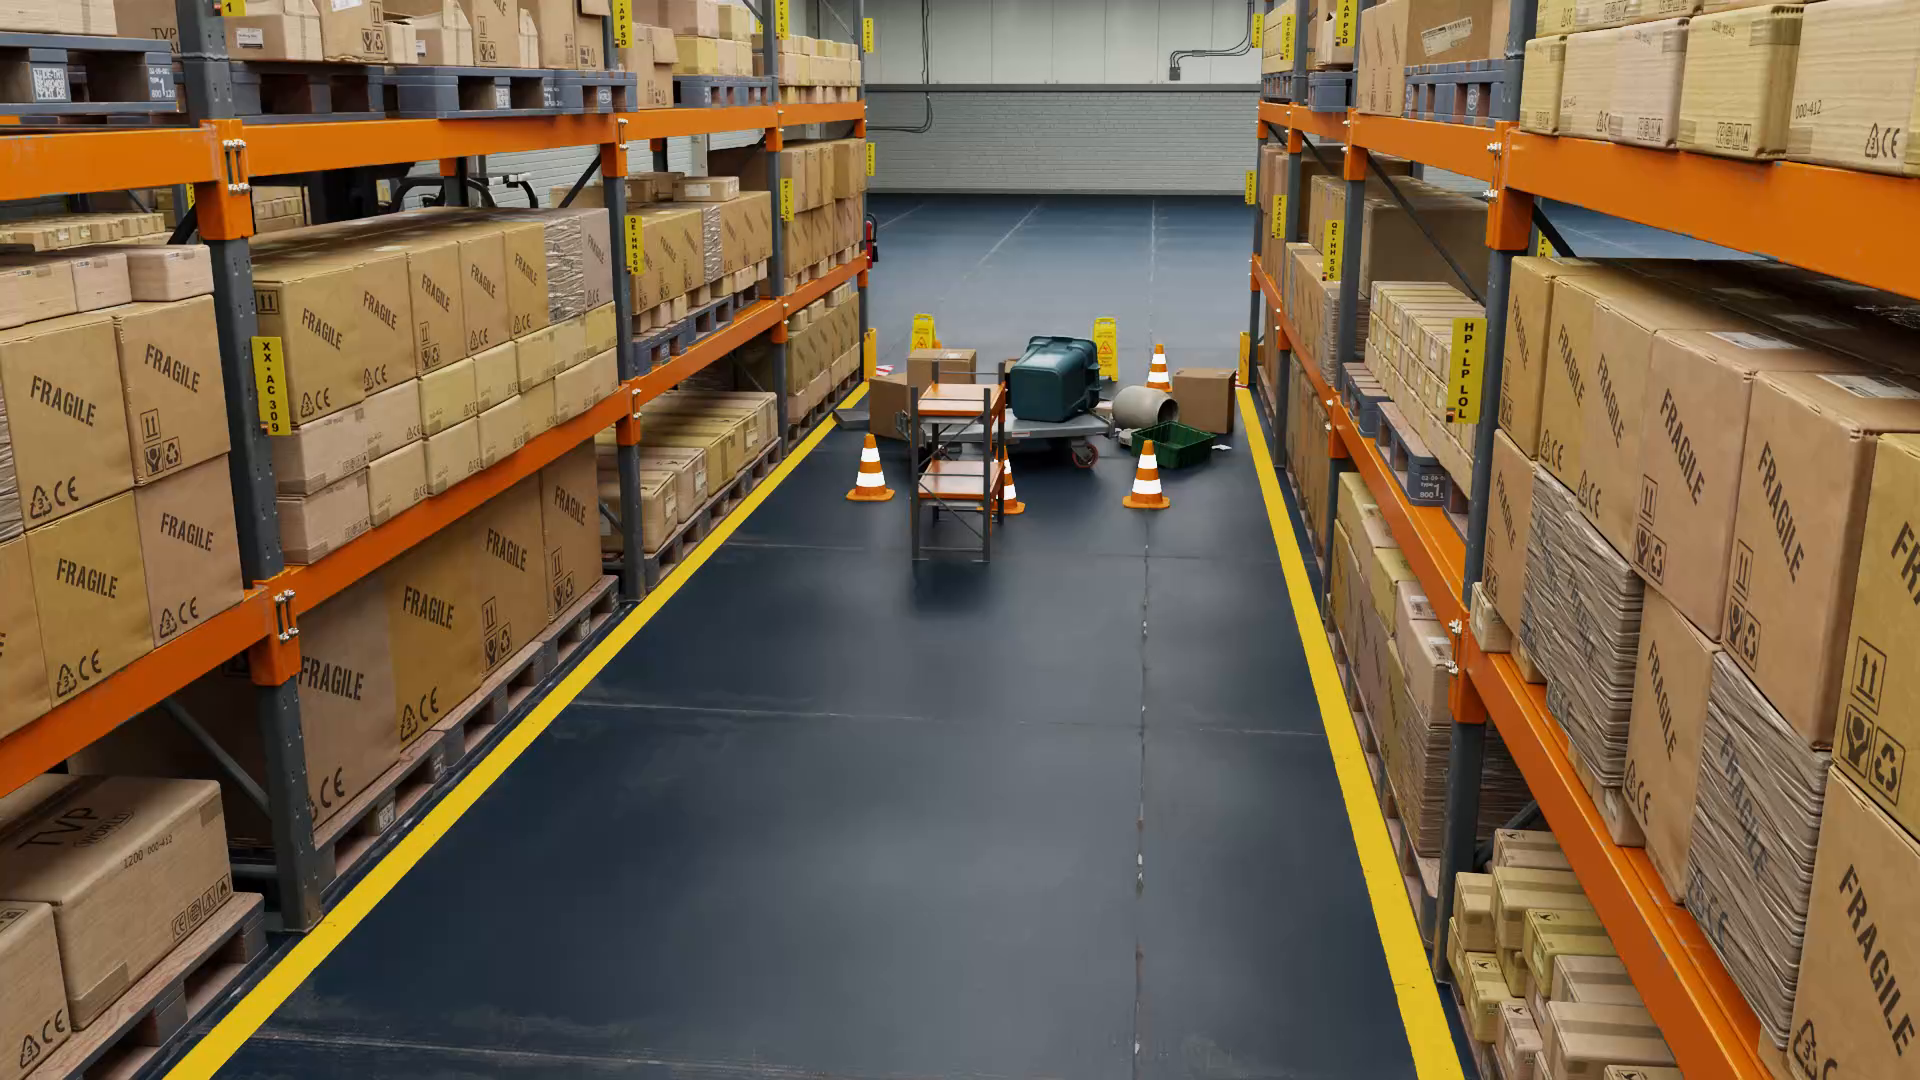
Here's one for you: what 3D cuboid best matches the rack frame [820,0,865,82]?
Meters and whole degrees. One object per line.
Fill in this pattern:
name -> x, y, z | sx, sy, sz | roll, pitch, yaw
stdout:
rack frame -> -1.465, -6.074, 16.384 | 1.000, 3.000, 0.127 | 2, 15, 6

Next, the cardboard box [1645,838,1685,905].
cardboard box -> 1.669, 0.653, 3.481 | 0.380, 0.149, 0.250 | 2, 15, 8

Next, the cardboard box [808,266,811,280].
cardboard box -> -1.524, -2.361, 14.629 | 0.380, 0.149, 0.250 | 2, 15, 6

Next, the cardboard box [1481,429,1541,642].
cardboard box -> 1.804, -0.017, 4.715 | 0.500, 0.500, 0.500 | 1, 15, 5

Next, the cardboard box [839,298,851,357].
cardboard box -> -1.352, -2.064, 16.075 | 0.500, 0.500, 0.500 | 2, 15, 8

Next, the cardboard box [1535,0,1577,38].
cardboard box -> 1.818, -1.445, 4.342 | 0.500, 0.250, 0.500 | 2, 15, 8

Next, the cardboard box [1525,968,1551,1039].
cardboard box -> 1.820, 1.301, 4.690 | 0.380, 0.149, 0.250 | 2, 15, 6

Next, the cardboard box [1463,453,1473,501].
cardboard box -> 1.987, -0.203, 5.845 | 0.380, 0.149, 0.250 | 2, 15, 7

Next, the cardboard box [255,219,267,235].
cardboard box -> -6.497, -2.577, 14.753 | 0.500, 0.500, 0.500 | 2, 15, 7

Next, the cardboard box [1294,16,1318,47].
cardboard box -> 2.814, -3.926, 12.910 | 0.500, 0.250, 0.500 | 2, 15, 6

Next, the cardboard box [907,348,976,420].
cardboard box -> -0.145, -1.254, 13.393 | 0.500, 0.500, 0.500 | 2, 15, 6

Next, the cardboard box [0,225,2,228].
cardboard box -> -7.298, -2.233, 12.239 | 0.380, 0.149, 0.250 | 2, 15, 6

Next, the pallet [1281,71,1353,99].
pallet -> 3.116, -3.638, 13.292 | 1.003, 0.211, 1.213 | 2, 15, 6

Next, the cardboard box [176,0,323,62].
cardboard box -> -2.415, -1.771, 5.670 | 0.396, 0.266, 0.258 | 2, 15, 6

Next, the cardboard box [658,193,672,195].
cardboard box -> -2.255, -2.422, 12.805 | 0.500, 0.500, 0.500 | 2, 15, 8

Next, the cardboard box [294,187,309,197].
cardboard box -> -6.396, -3.331, 15.729 | 0.380, 0.149, 0.250 | 2, 15, 7

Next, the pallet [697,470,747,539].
pallet -> -2.138, -0.275, 11.774 | 1.003, 0.211, 1.213 | 2, 15, 6

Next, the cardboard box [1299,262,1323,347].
cardboard box -> 2.514, -1.548, 10.949 | 0.500, 0.500, 0.500 | 2, 15, 7

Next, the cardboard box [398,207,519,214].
cardboard box -> -2.667, -1.513, 8.904 | 0.500, 0.500, 0.500 | 1, 15, 4

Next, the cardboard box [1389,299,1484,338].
cardboard box -> 2.227, -1.036, 7.783 | 0.380, 0.149, 0.250 | 1, 15, 4

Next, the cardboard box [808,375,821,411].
cardboard box -> -1.533, -1.299, 14.684 | 0.500, 0.250, 0.500 | 3, 15, 9

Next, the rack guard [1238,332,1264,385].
rack guard -> 3.467, -1.858, 17.074 | 1.175, 0.500, 0.348 | 2, 15, 6

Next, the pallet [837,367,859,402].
pallet -> -1.601, -1.602, 16.683 | 1.003, 0.211, 1.213 | 2, 15, 6

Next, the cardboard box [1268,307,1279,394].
cardboard box -> 3.356, -1.829, 15.446 | 0.875, 0.875, 0.875 | 1, 15, 5

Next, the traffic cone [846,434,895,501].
traffic cone -> -0.666, -0.553, 12.320 | 0.336, 0.463, 0.334 | 2, 15, 6

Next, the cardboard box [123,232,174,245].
cardboard box -> -6.651, -2.319, 13.323 | 0.500, 0.250, 0.500 | 1, 15, 5

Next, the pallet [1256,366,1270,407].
pallet -> 3.452, -1.502, 16.313 | 1.003, 0.211, 1.213 | 2, 15, 6

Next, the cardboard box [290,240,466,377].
cardboard box -> -2.395, -0.965, 6.876 | 0.500, 0.500, 0.500 | 1, 15, 5

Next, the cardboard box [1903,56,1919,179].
cardboard box -> 1.498, -0.542, 1.961 | 0.500, 0.250, 0.500 | 2, 15, 6

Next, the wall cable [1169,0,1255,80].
wall cable -> 7.091, -15.929, 46.315 | 2.305, 6.003, 0.169 | 2, 15, 6

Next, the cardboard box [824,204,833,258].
cardboard box -> -1.450, -2.830, 15.121 | 0.500, 0.500, 0.500 | 2, 15, 7

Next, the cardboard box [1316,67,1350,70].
cardboard box -> 2.697, -3.505, 11.894 | 0.258, 0.266, 0.396 | 1, 15, 5

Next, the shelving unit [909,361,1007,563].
shelving unit -> -0.001, -0.541, 11.009 | 0.538, 1.125, 1.048 | 2, 15, 6

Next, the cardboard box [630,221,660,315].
cardboard box -> -2.087, -1.607, 9.793 | 0.500, 0.500, 0.500 | 1, 15, 5

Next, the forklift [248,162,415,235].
forklift -> -4.496, -1.697, 11.824 | 1.130, 2.935, 3.031 | 2, 15, 6

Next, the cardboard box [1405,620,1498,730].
cardboard box -> 1.943, 0.496, 6.130 | 0.500, 0.250, 0.500 | 1, 15, 5

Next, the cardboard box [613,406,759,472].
cardboard box -> -2.051, -0.752, 12.425 | 0.950, 0.372, 0.625 | 3, 15, 10

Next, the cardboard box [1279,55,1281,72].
cardboard box -> 2.851, -3.966, 13.820 | 0.380, 0.149, 0.250 | 2, 15, 7

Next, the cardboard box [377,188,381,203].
cardboard box -> -6.158, -3.519, 16.995 | 0.380, 0.149, 0.250 | 2, 15, 7

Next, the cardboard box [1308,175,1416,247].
cardboard box -> 2.963, -2.423, 12.268 | 0.700, 0.500, 0.500 | 1, 15, 5

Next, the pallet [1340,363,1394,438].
pallet -> 2.587, -0.703, 8.381 | 1.213, 0.211, 1.003 | 2, 15, 6

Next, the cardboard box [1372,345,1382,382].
cardboard box -> 2.280, -0.885, 8.365 | 0.380, 0.149, 0.250 | 2, 15, 9

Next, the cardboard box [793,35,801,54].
cardboard box -> -1.518, -4.060, 13.639 | 0.380, 0.149, 0.250 | 1, 15, 4

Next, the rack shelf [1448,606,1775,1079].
rack shelf -> 1.885, 0.920, 3.390 | 1.077, 0.370, 4.000 | 2, 15, 6

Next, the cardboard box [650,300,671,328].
cardboard box -> -2.005, -1.405, 10.288 | 0.380, 0.149, 0.250 | 1, 15, 3

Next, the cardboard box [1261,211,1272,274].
cardboard box -> 3.239, -2.748, 15.291 | 0.875, 0.550, 0.550 | 2, 15, 6

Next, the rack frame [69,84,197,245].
rack frame -> -6.849, -2.285, 13.868 | 1.000, 3.000, 0.127 | 2, 15, 6

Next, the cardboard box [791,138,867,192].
cardboard box -> -1.306, -3.713, 16.471 | 0.700, 0.500, 0.500 | 1, 15, 5

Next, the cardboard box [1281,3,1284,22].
cardboard box -> 2.851, -4.350, 13.715 | 0.380, 0.149, 0.250 | 2, 15, 6

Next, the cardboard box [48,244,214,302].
cardboard box -> -2.538, -0.820, 5.099 | 0.380, 0.149, 0.250 | 1, 15, 5

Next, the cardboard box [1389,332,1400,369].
cardboard box -> 2.224, -0.884, 7.790 | 0.380, 0.149, 0.250 | 2, 15, 7

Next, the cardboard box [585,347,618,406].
cardboard box -> -2.167, -0.892, 9.000 | 0.500, 0.250, 0.500 | 1, 15, 4

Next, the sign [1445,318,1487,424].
sign -> 1.559, -0.520, 5.121 | 0.100, 0.325, 0.005 | 2, 15, 6
